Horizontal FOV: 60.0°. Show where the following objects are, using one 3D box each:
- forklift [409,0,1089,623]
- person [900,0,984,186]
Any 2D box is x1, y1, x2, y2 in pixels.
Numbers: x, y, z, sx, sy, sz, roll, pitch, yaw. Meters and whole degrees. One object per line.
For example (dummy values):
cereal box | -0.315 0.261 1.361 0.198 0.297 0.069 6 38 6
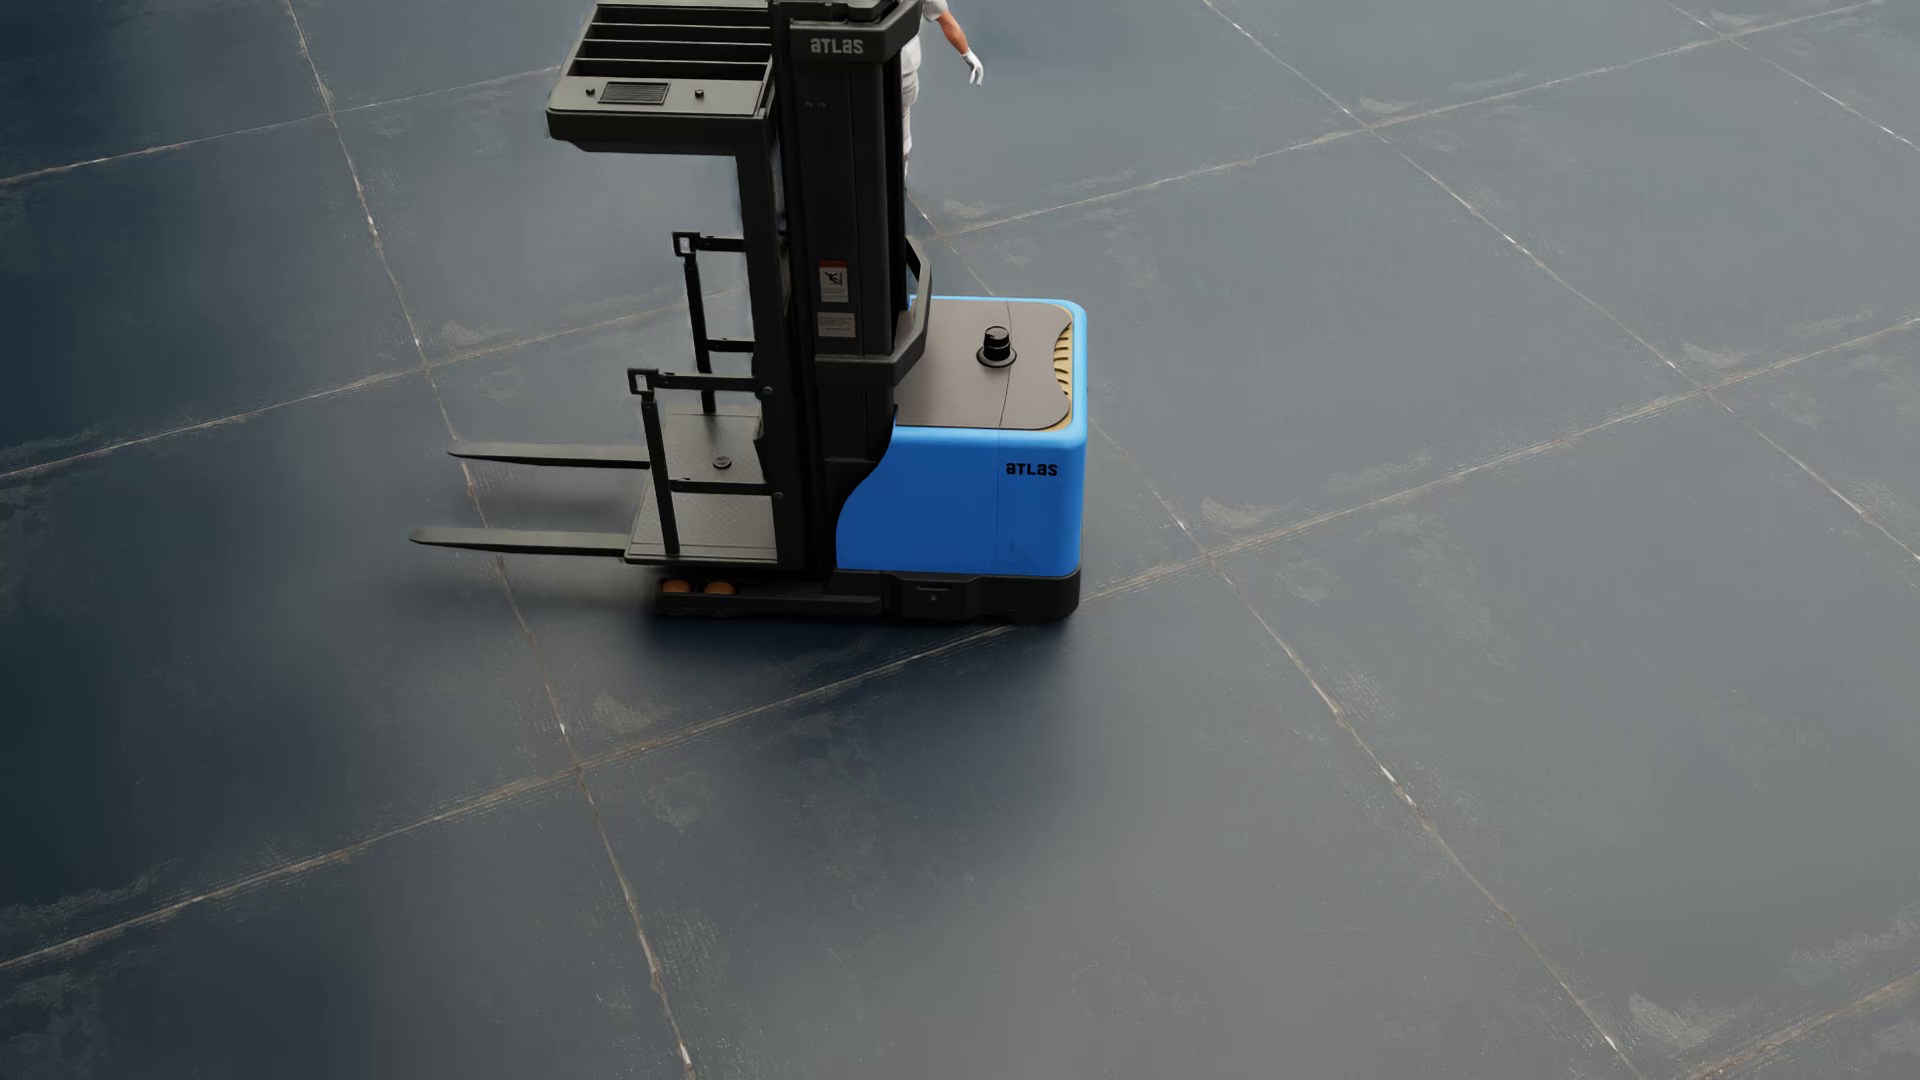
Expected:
forklift | -0.960 -1.083 6.841 3.031 2.935 1.130 2 43 2
person | -0.405 -2.727 9.470 0.996 1.762 0.762 -10 44 -11
